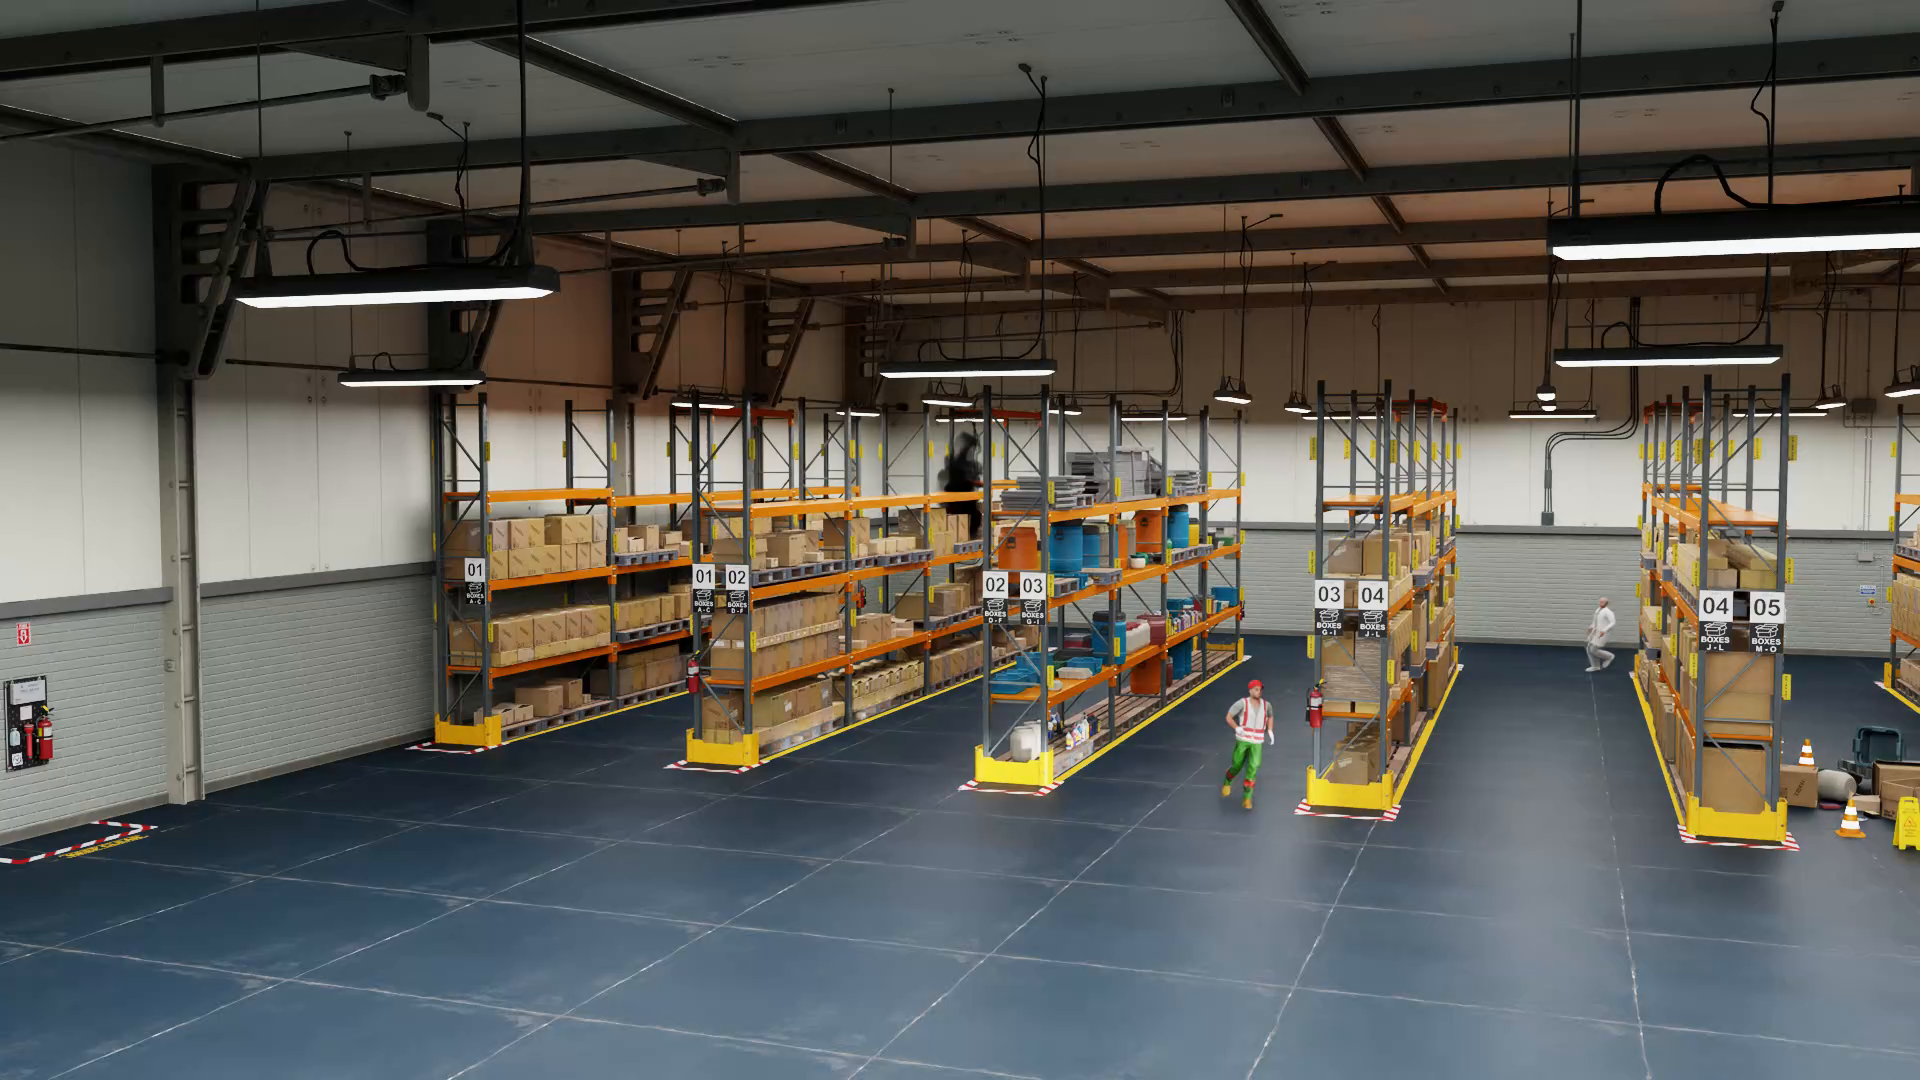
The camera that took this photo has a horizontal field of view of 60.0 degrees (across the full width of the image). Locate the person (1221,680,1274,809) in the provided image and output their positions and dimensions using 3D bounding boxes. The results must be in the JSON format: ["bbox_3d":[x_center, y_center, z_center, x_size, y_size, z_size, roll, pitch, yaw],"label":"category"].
[{"bbox_3d":[4.123,2.851,23.529,0.716,1.751,0.986,0,3,-4],"label":"person"}]

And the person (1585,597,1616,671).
[{"bbox_3d":[14.577,2.153,37.731,0.611,1.727,0.758,0,3,-7],"label":"person"}]

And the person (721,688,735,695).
[{"bbox_3d":[-4.326,2.574,31.208,0.551,1.558,0.534,1,3,19],"label":"person"}]
